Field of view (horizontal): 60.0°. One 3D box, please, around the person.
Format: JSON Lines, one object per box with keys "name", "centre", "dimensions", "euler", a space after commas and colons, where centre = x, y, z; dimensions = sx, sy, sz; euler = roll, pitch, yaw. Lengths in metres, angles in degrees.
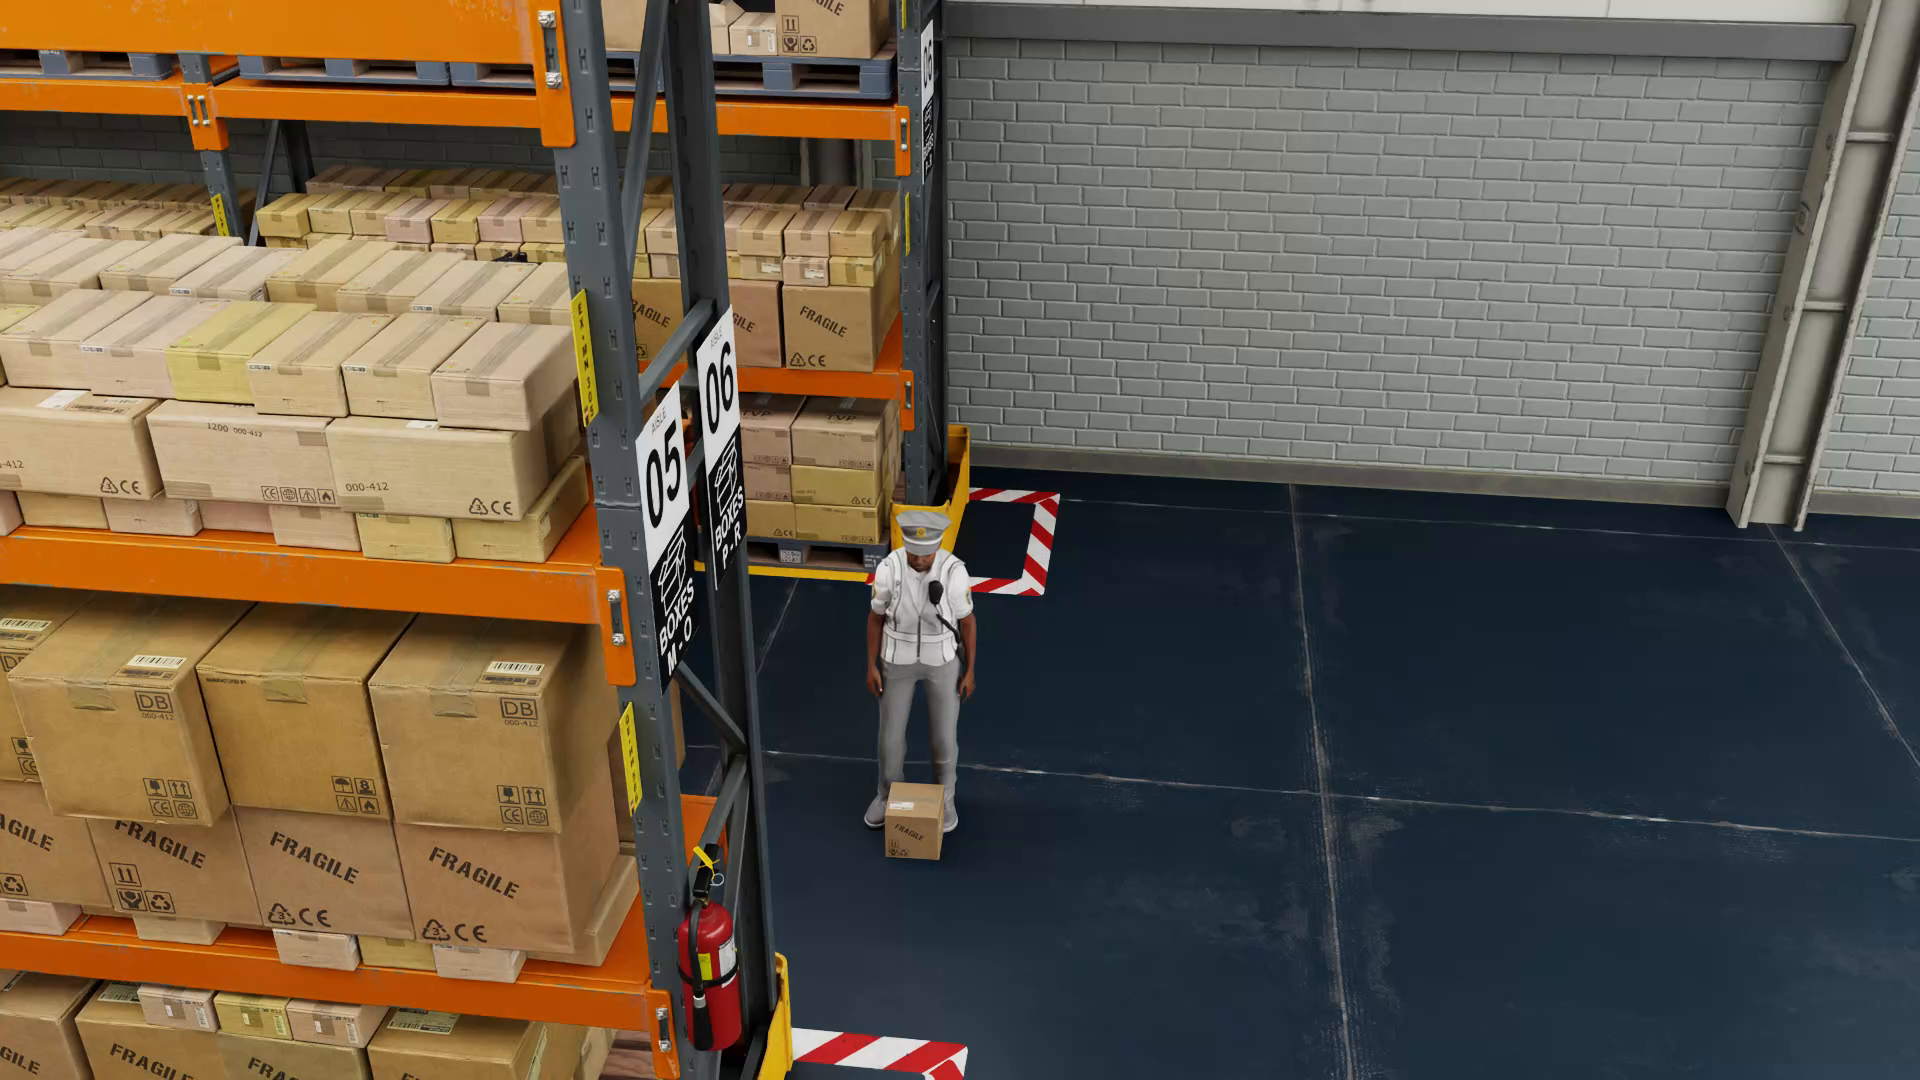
{"name": "person", "centre": [-0.188, 0.585, 7.650], "dimensions": [0.525, 1.661, 0.396], "euler": [3, 29, 5]}
